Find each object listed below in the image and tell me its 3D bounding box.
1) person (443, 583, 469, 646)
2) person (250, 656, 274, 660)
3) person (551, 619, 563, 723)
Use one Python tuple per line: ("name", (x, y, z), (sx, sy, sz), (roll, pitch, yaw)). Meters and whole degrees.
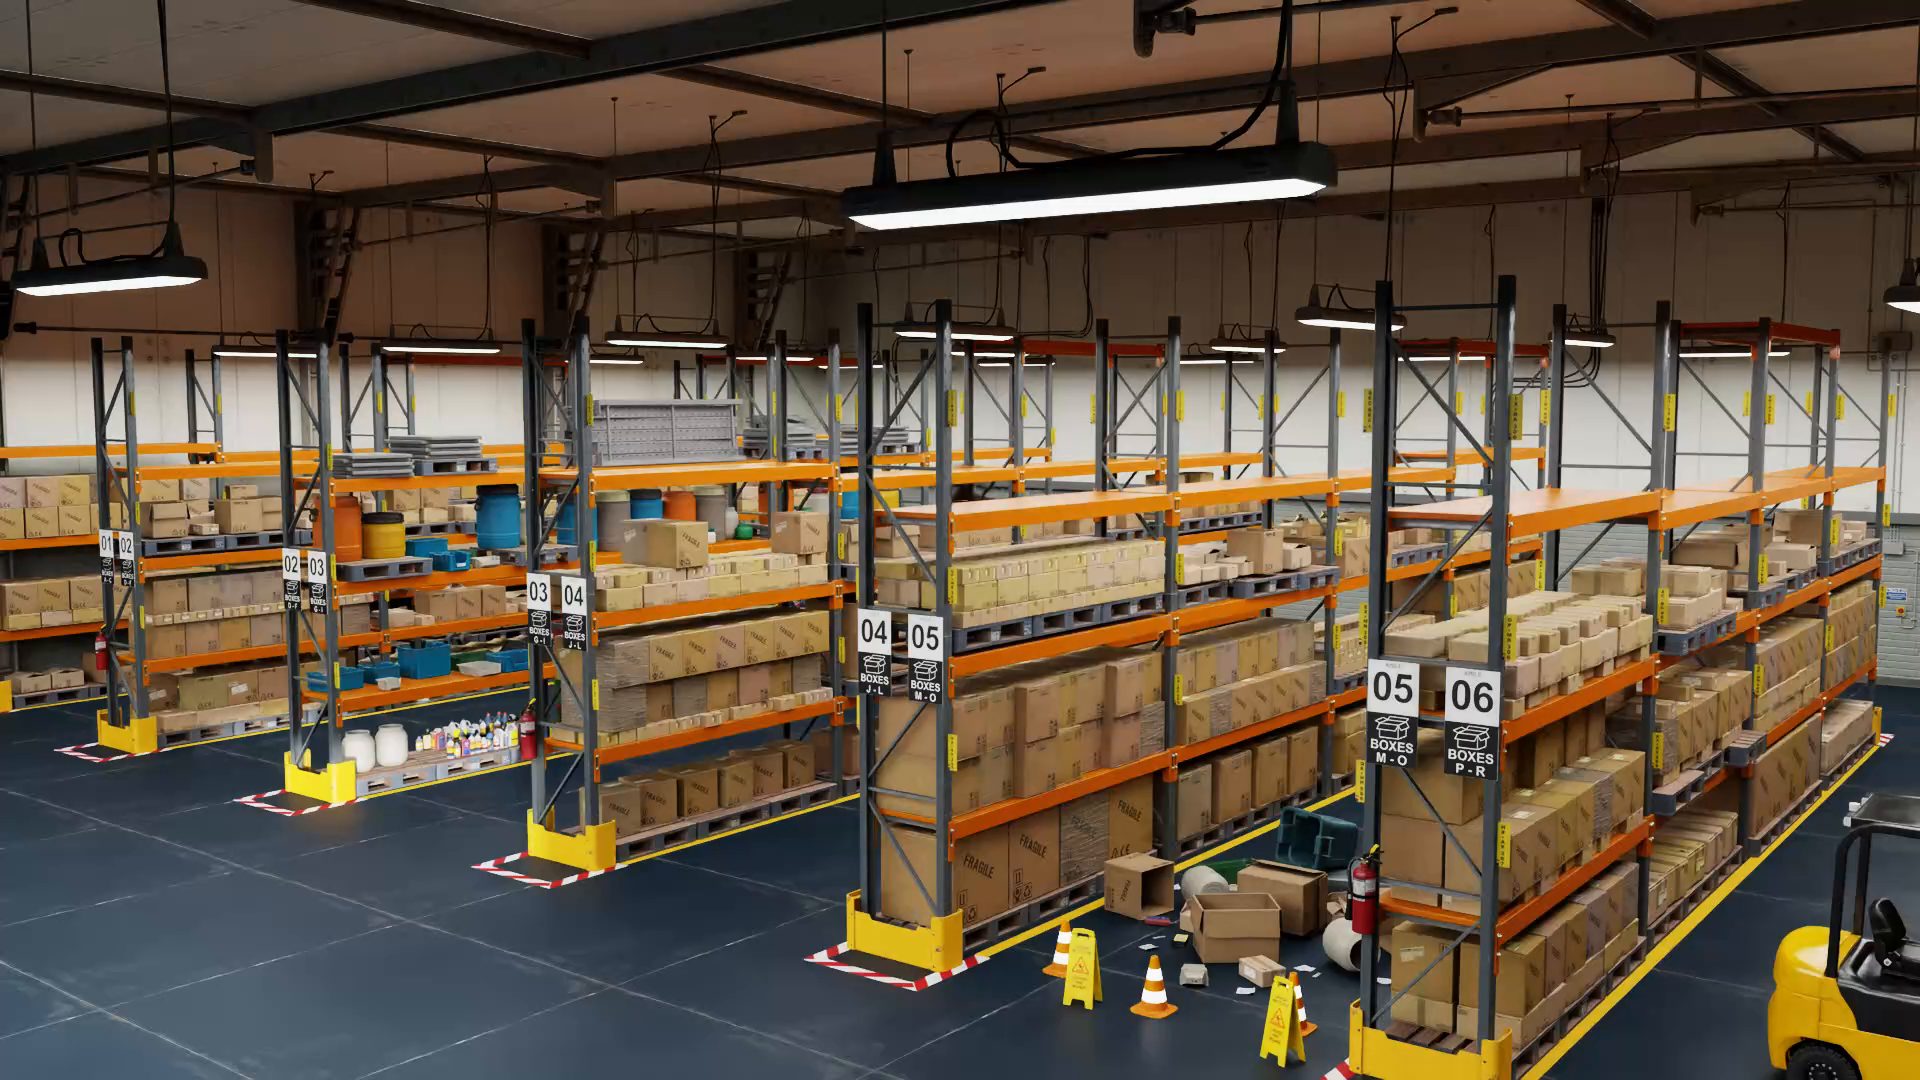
("person", (-9.807, 1.490, 32.216), (0.574, 1.780, 0.433), (-1, 5, -11))
("person", (-11.980, 1.876, 28.360), (0.535, 1.679, 0.357), (-3, 6, -27))
("person", (-6.149, 2.023, 25.913), (0.636, 1.818, 0.365), (0, 5, 3))
